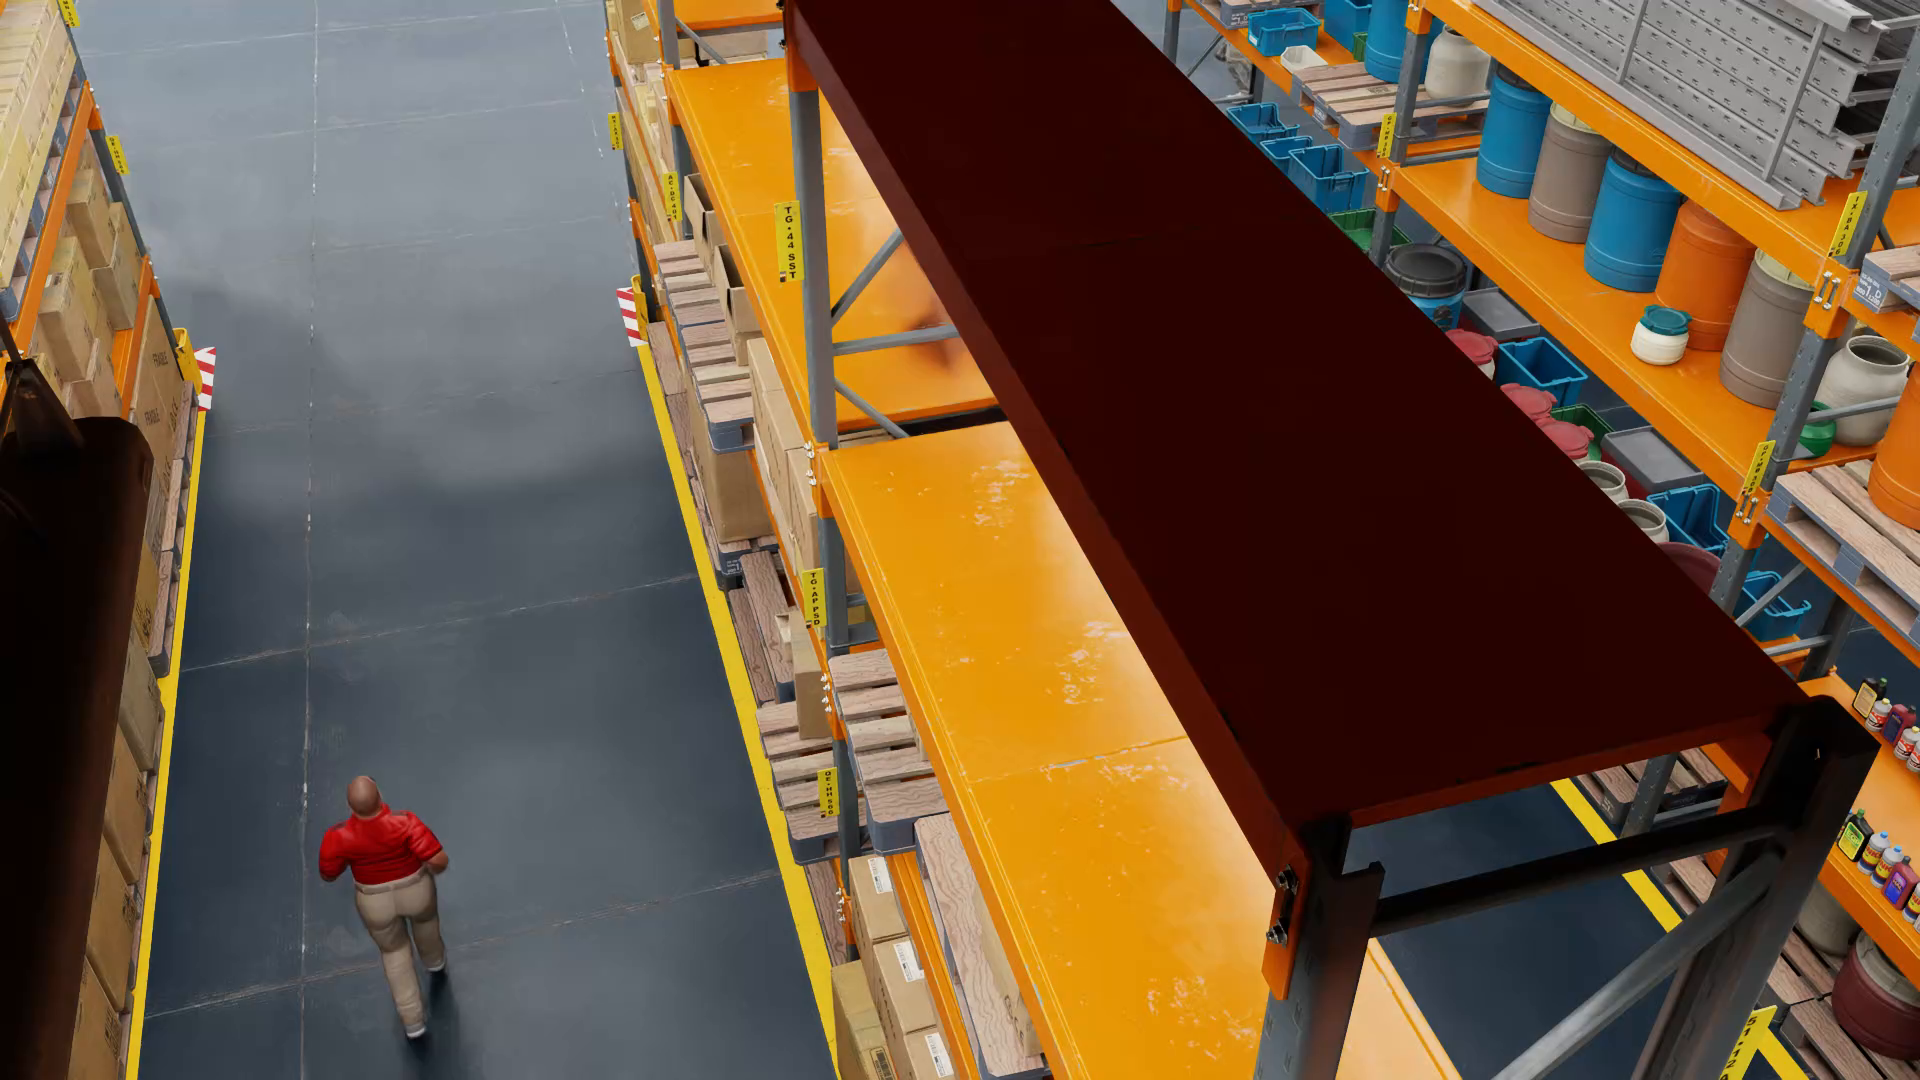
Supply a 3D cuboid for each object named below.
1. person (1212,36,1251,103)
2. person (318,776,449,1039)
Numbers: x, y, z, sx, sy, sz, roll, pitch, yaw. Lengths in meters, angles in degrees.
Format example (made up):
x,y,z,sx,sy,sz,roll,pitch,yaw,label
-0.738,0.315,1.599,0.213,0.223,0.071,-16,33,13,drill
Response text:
x,y,z,sx,sy,sz,roll,pitch,yaw,label
3.114,-5.778,18.711,0.597,1.739,0.679,6,39,7,person
-3.051,1.936,9.001,0.654,1.767,0.815,-13,40,-16,person
